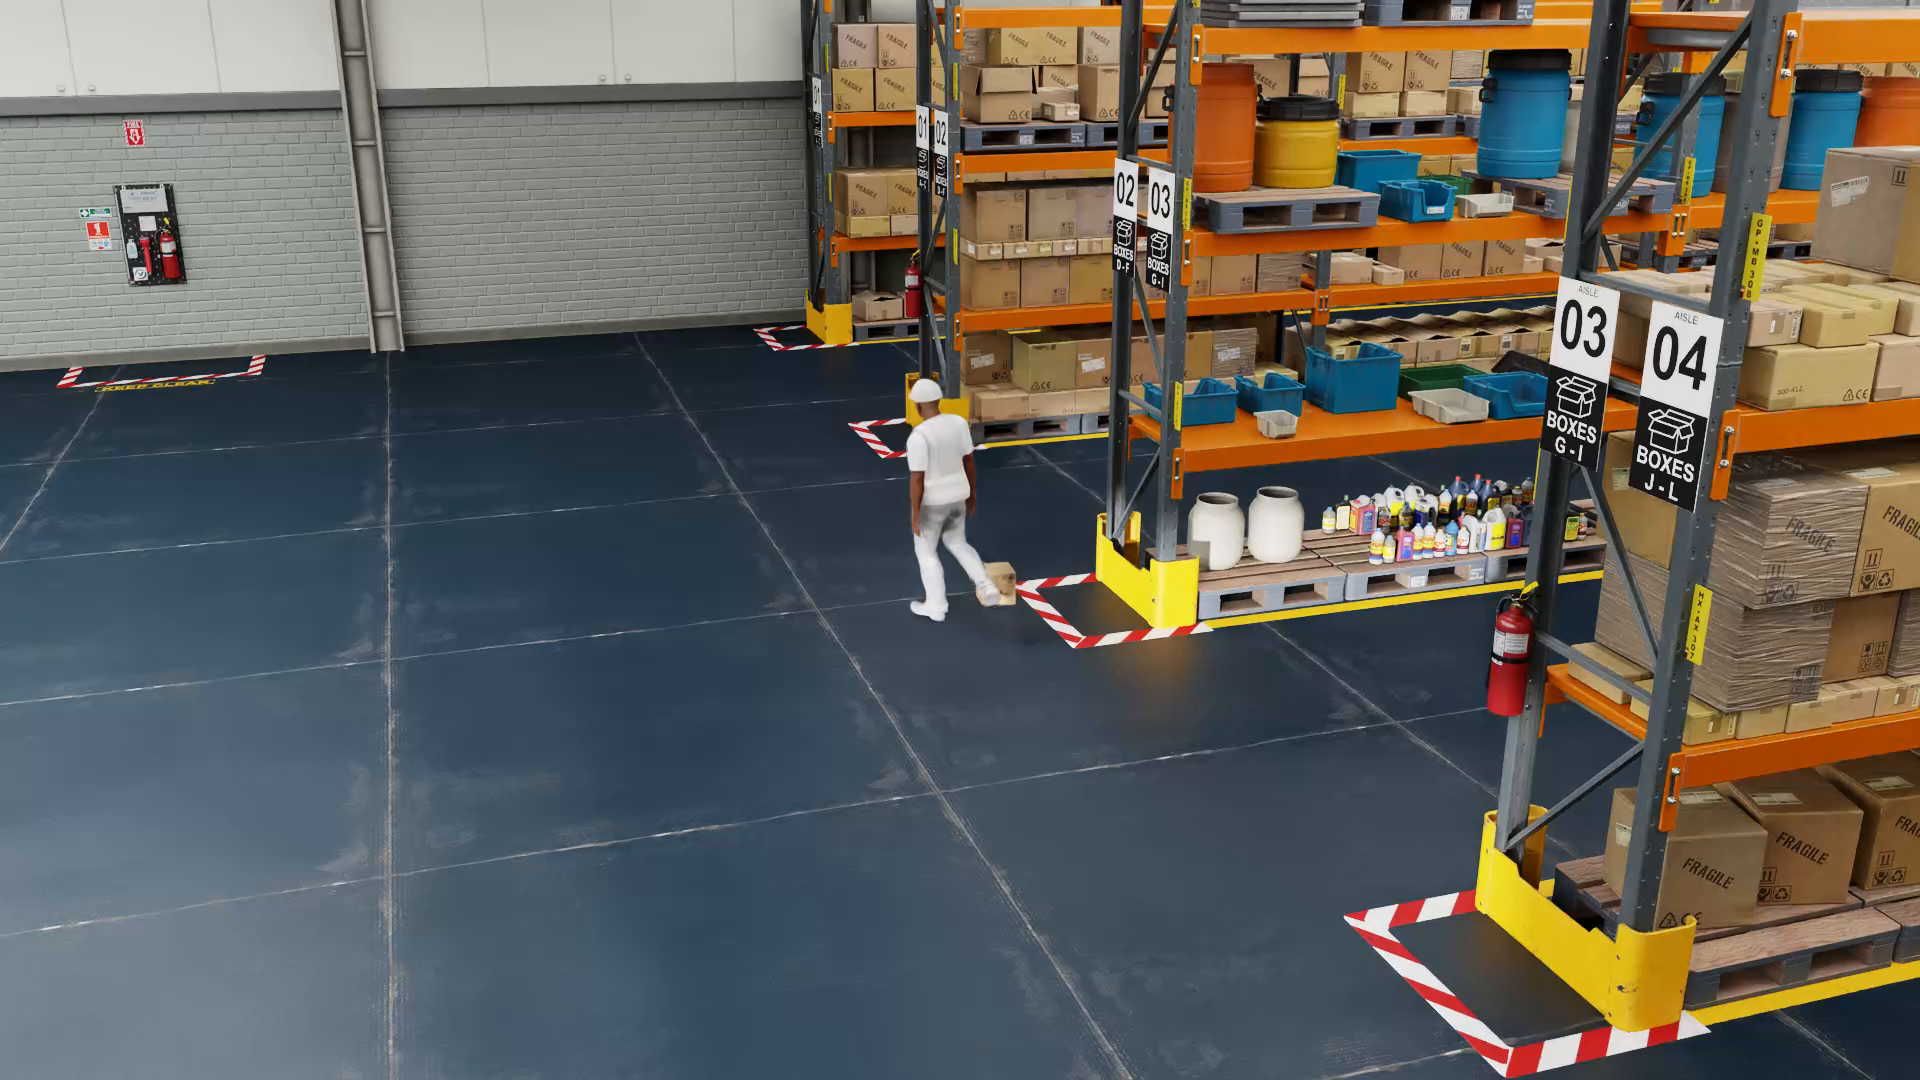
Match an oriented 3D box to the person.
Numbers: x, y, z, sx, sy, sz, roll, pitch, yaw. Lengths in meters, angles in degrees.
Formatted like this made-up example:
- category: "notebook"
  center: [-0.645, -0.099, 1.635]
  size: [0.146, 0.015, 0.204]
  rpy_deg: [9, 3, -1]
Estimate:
- category: "person"
  center: [-0.066, -0.262, 11.762]
  size: [0.717, 1.752, 0.598]
  rpy_deg: [18, 26, 42]
